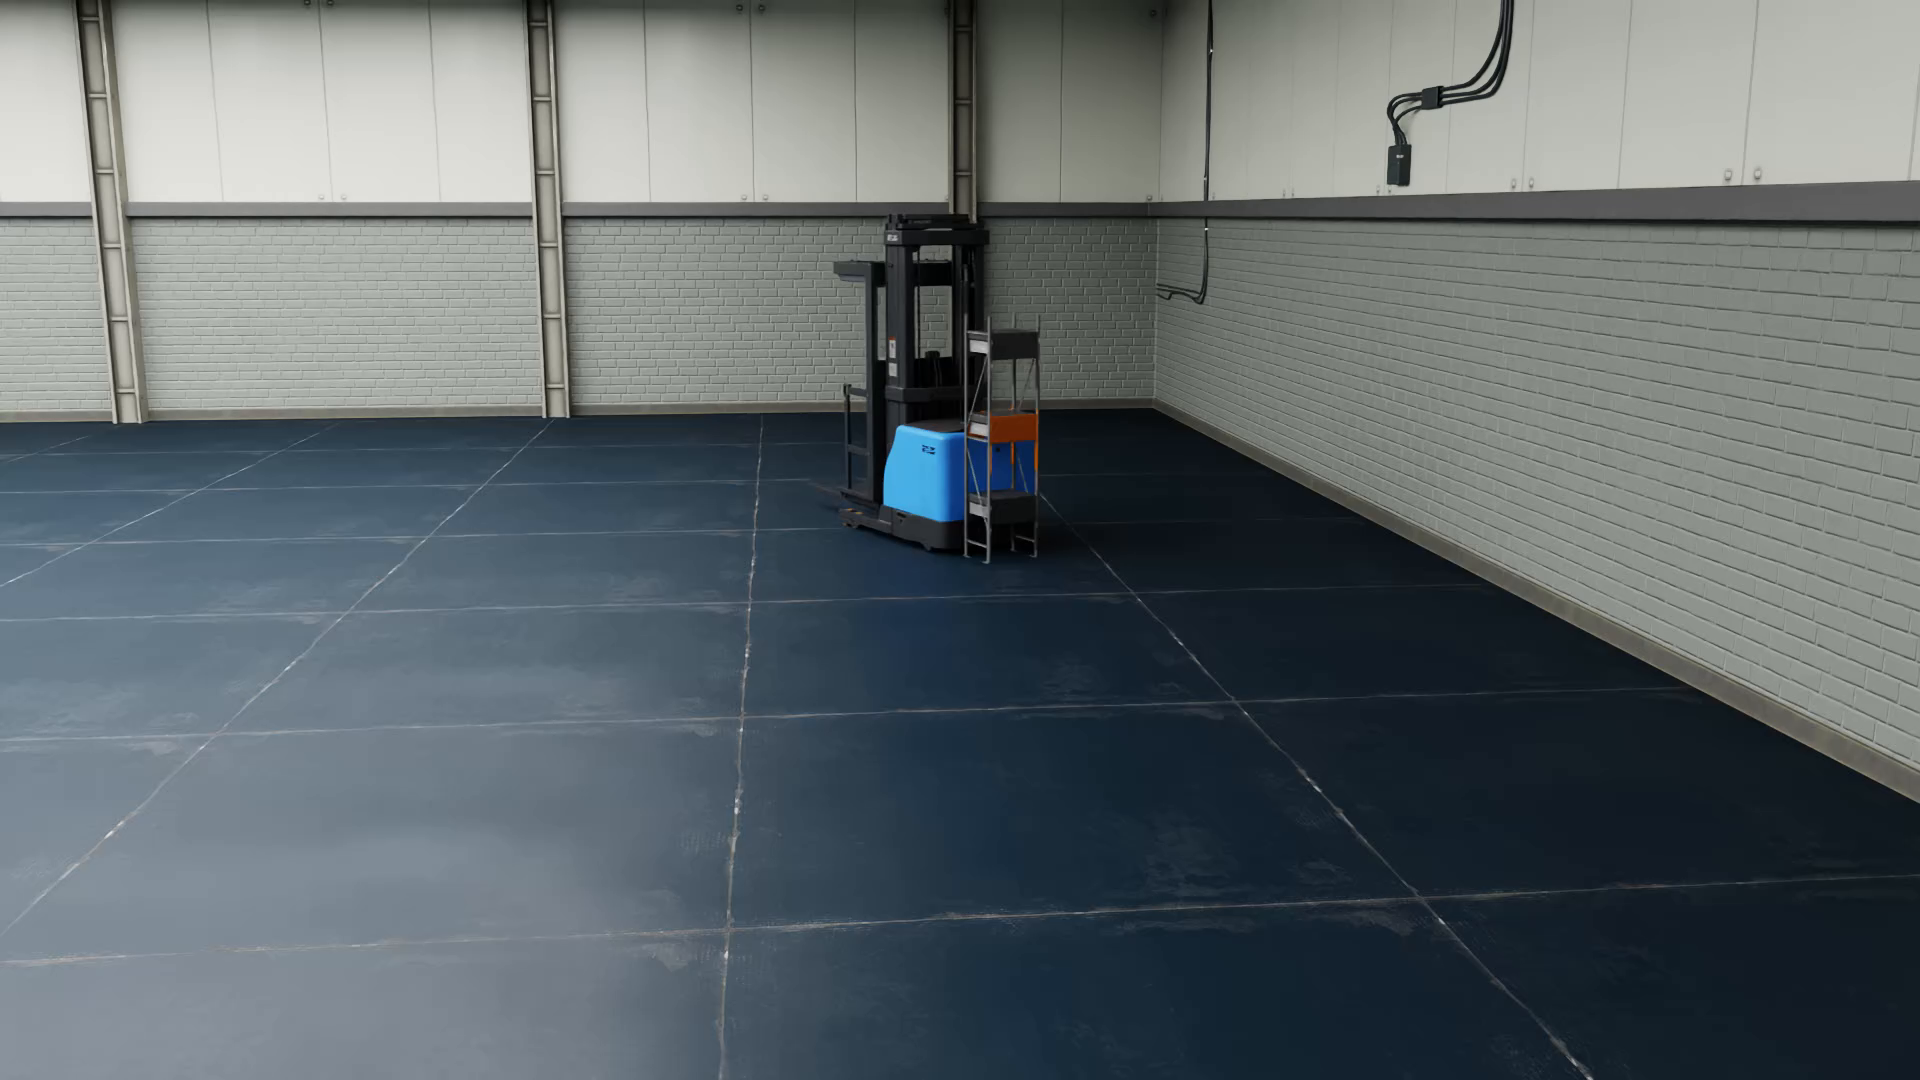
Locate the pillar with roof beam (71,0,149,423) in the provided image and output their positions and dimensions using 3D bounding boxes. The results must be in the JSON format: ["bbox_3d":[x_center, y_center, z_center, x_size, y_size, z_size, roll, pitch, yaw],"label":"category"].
[{"bbox_3d":[-11.433,-5.286,18.810,0.400,9.000,9.100,-1,11,-6],"label":"pillar with roof beam"}]

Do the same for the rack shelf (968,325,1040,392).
[{"bbox_3d":[0.358,-1.553,14.146,0.480,0.518,0.431,-7,13,-31],"label":"rack shelf"}]

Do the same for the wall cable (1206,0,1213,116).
[{"bbox_3d":[3.396,-6.605,20.477,0.112,2.526,3.097,-1,11,-6],"label":"wall cable"}]

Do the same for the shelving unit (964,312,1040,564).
[{"bbox_3d":[0.358,-0.879,14.278,0.503,2.100,0.431,-7,13,-31],"label":"shelving unit"}]

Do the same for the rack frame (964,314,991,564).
[{"bbox_3d":[0.150,-0.855,14.154,0.015,2.100,0.400,-7,13,-31],"label":"rack frame"}]

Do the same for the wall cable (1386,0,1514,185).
[{"bbox_3d":[4.113,-6.017,13.713,0.169,6.003,2.305,-1,11,-6],"label":"wall cable"}]

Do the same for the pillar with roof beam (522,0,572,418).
[{"bbox_3d":[-5.468,-5.411,19.446,0.400,9.000,9.100,-1,11,-6],"label":"pillar with roof beam"}]

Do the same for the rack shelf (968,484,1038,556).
[{"bbox_3d":[0.358,-0.179,14.416,0.480,0.518,0.431,-7,13,-31],"label":"rack shelf"}]

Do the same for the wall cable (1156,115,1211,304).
[{"bbox_3d":[3.104,-4.646,23.603,0.112,2.526,3.097,-1,11,-6],"label":"wall cable"}]

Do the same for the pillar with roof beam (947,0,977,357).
[{"bbox_3d":[0.497,-5.536,20.082,0.400,9.000,9.100,-1,11,-6],"label":"pillar with roof beam"}]

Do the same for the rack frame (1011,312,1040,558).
[{"bbox_3d":[0.566,-0.904,14.403,0.015,2.100,0.400,-7,13,-31],"label":"rack frame"}]

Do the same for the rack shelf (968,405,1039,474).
[{"bbox_3d":[0.358,-0.866,14.281,0.480,0.518,0.431,-7,13,-31],"label":"rack shelf"}]

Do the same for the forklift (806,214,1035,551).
[{"bbox_3d":[-0.503,-1.583,15.707,1.130,2.935,3.031,-7,13,-31],"label":"forklift"}]
